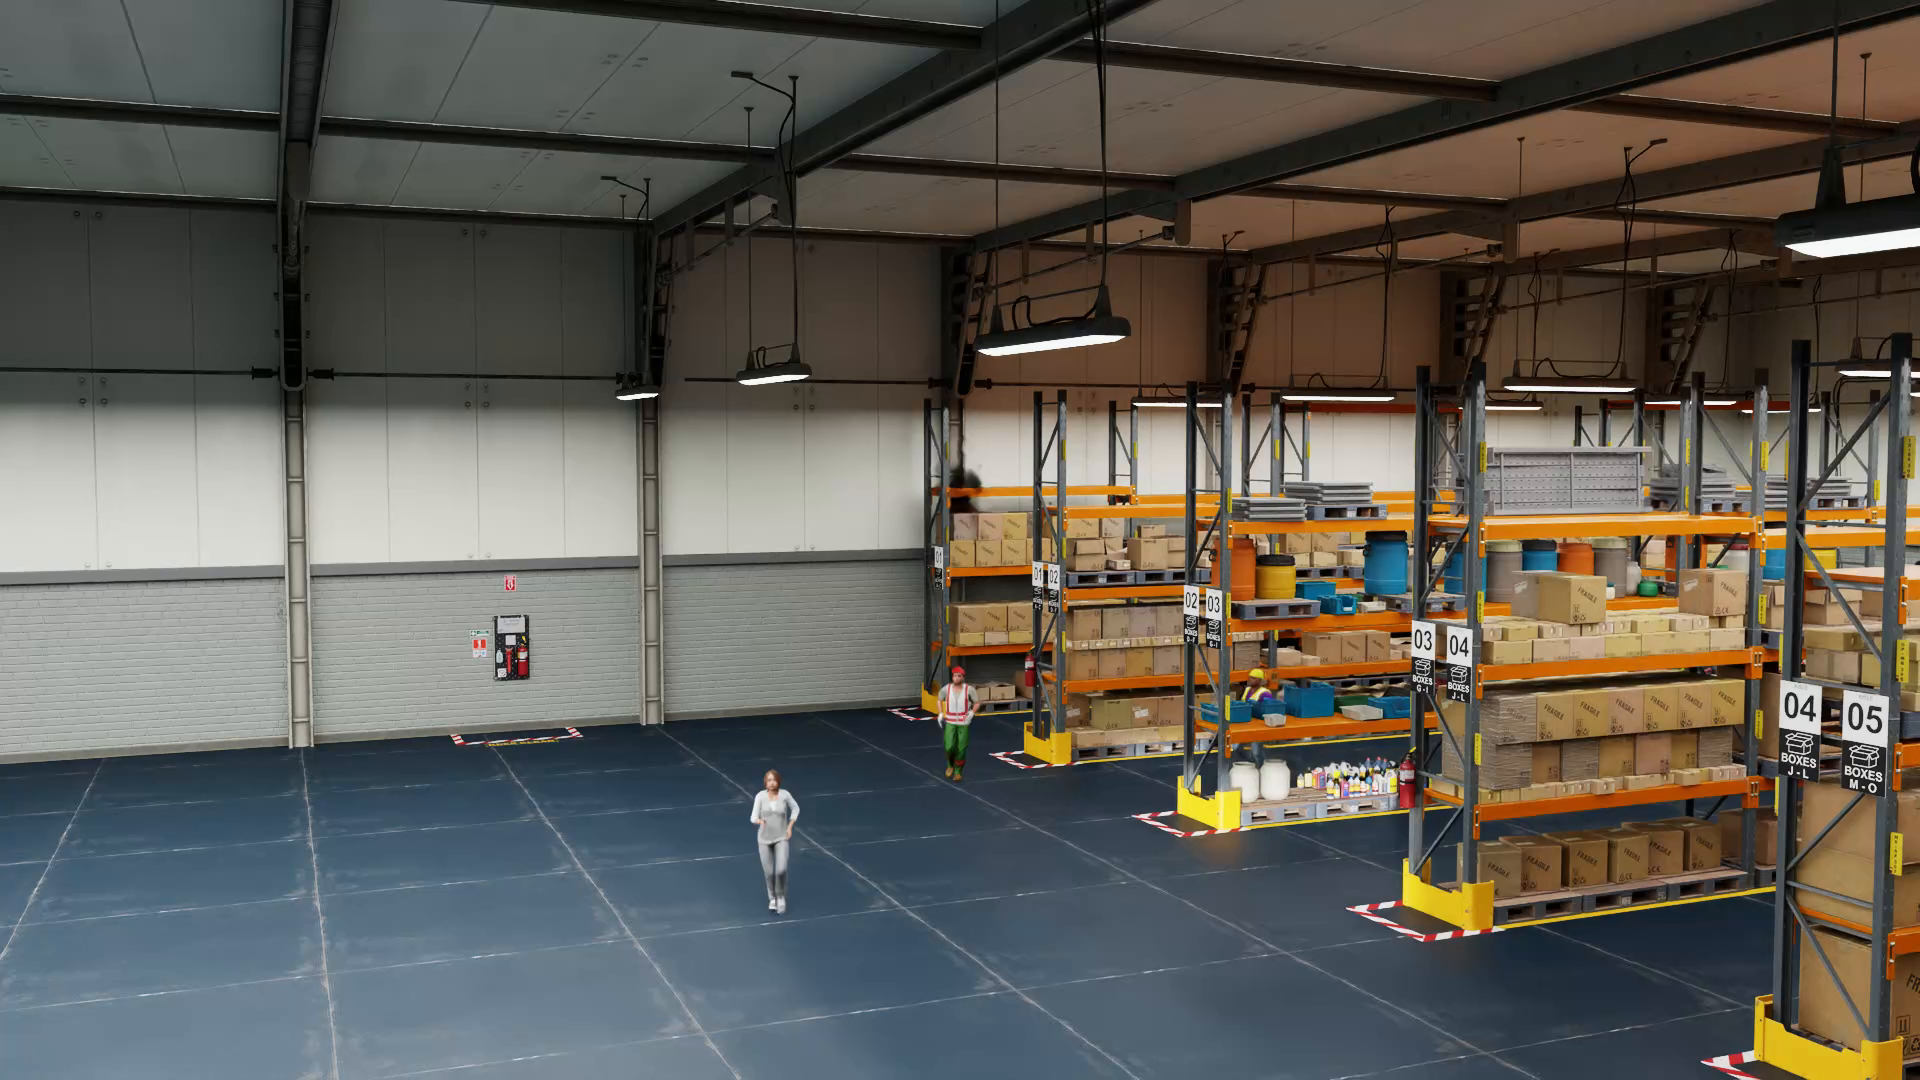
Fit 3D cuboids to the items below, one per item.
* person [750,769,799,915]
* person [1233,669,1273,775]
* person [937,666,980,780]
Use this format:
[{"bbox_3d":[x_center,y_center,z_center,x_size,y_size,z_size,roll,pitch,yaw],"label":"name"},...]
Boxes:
[{"bbox_3d":[-2.024,3.298,18.130,0.519,1.582,0.615,0,3,-2],"label":"person"},{"bbox_3d":[4.394,2.806,25.039,0.672,1.741,0.675,-3,4,-40],"label":"person"},{"bbox_3d":[-0.029,2.797,25.240,0.664,1.749,0.570,0,3,3],"label":"person"}]
